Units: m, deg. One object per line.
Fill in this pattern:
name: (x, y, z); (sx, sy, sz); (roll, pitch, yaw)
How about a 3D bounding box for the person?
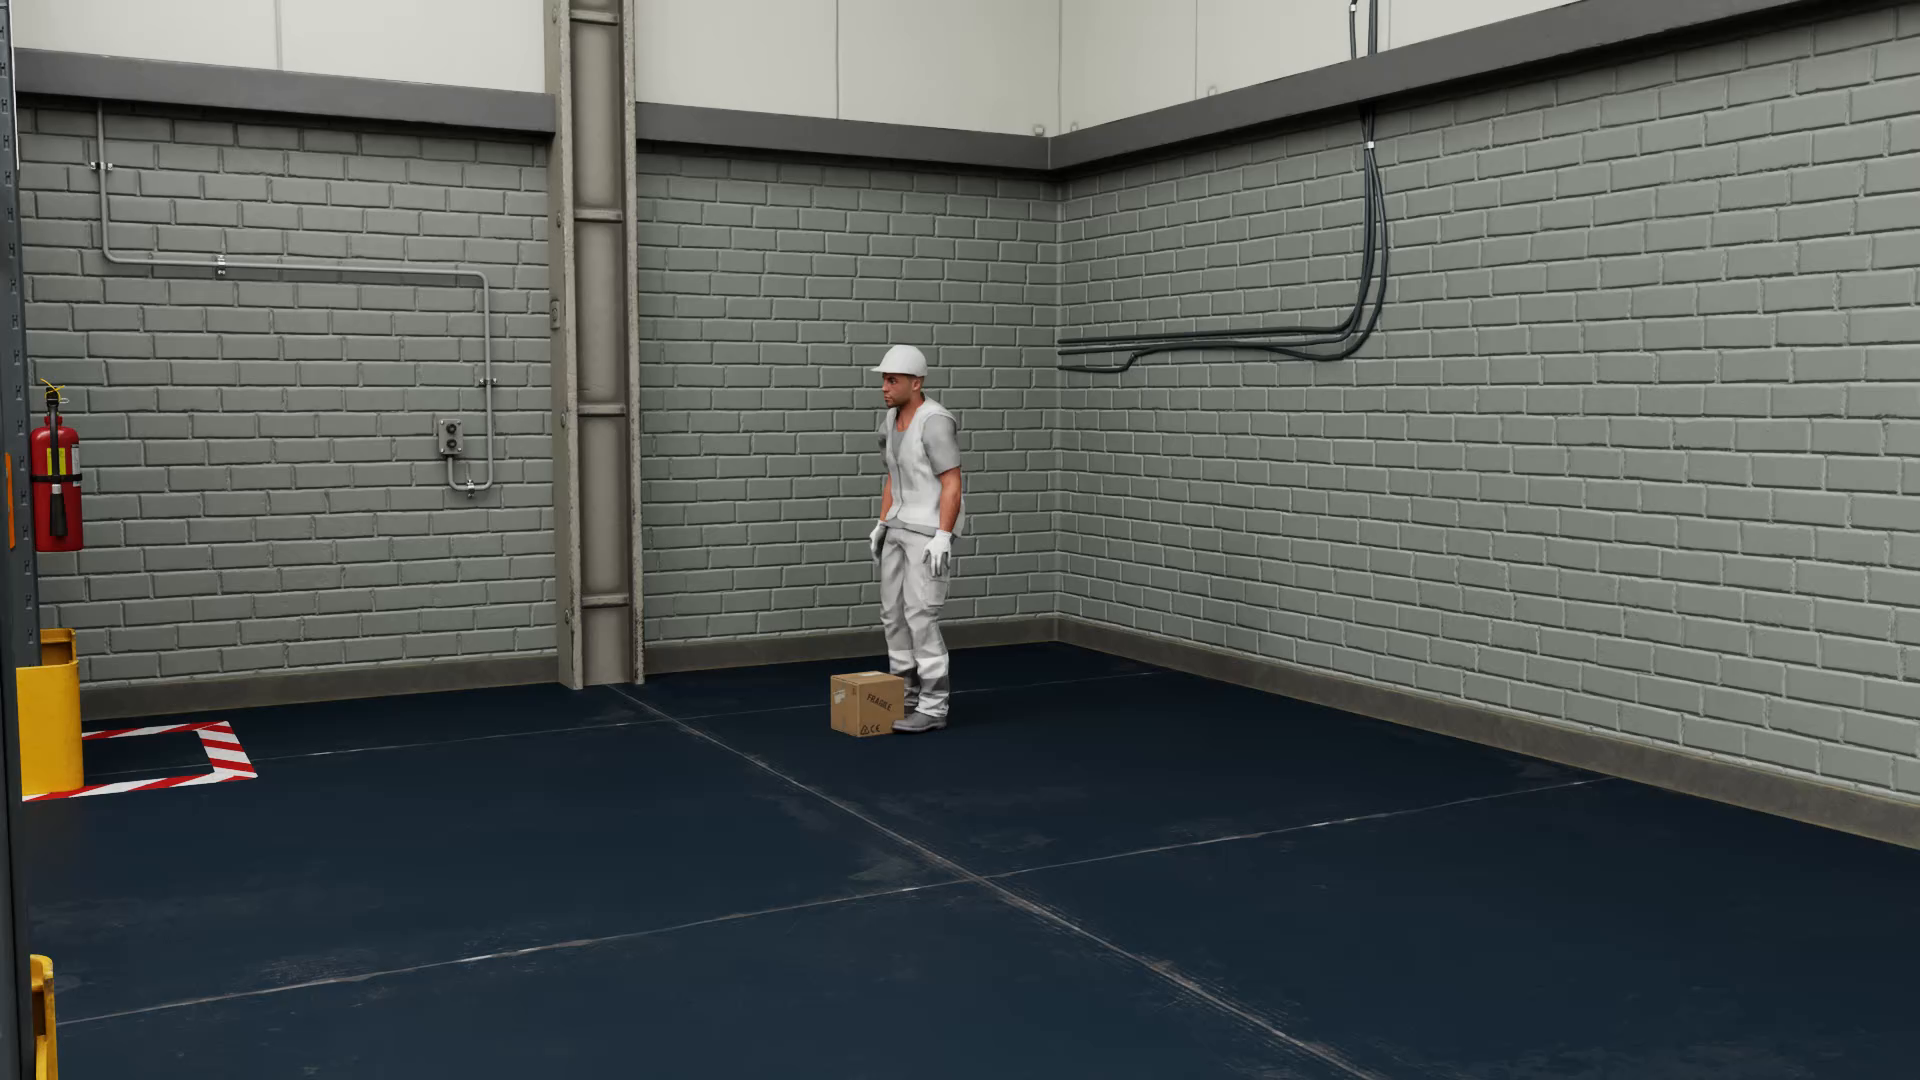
person: (-0.221, -0.010, 7.726); (0.453, 1.778, 0.616); (-3, 6, -32)
